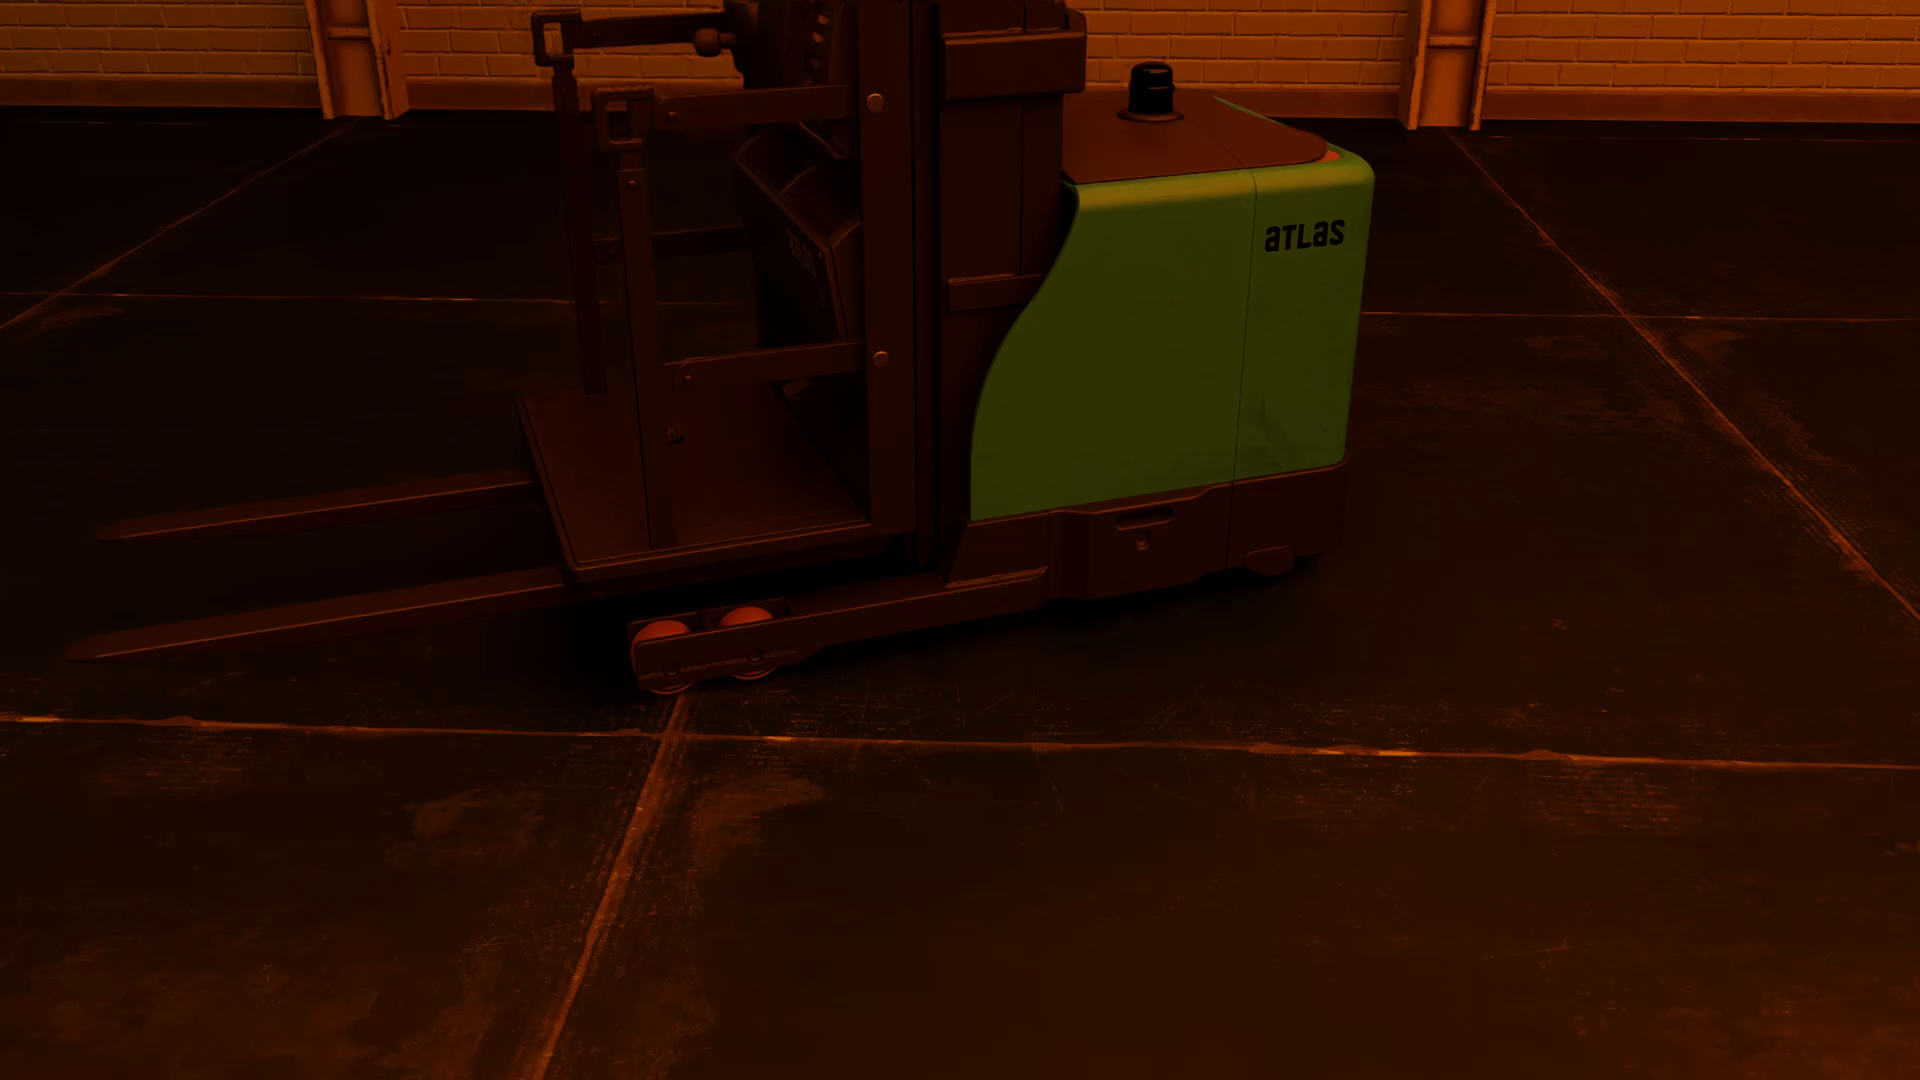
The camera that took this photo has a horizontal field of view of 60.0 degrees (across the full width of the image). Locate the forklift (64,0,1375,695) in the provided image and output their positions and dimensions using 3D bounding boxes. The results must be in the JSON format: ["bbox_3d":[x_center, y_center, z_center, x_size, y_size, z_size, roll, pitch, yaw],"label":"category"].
[{"bbox_3d":[-0.573,-1.224,3.691,3.031,2.935,1.130,-9,28,-17],"label":"forklift"}]
